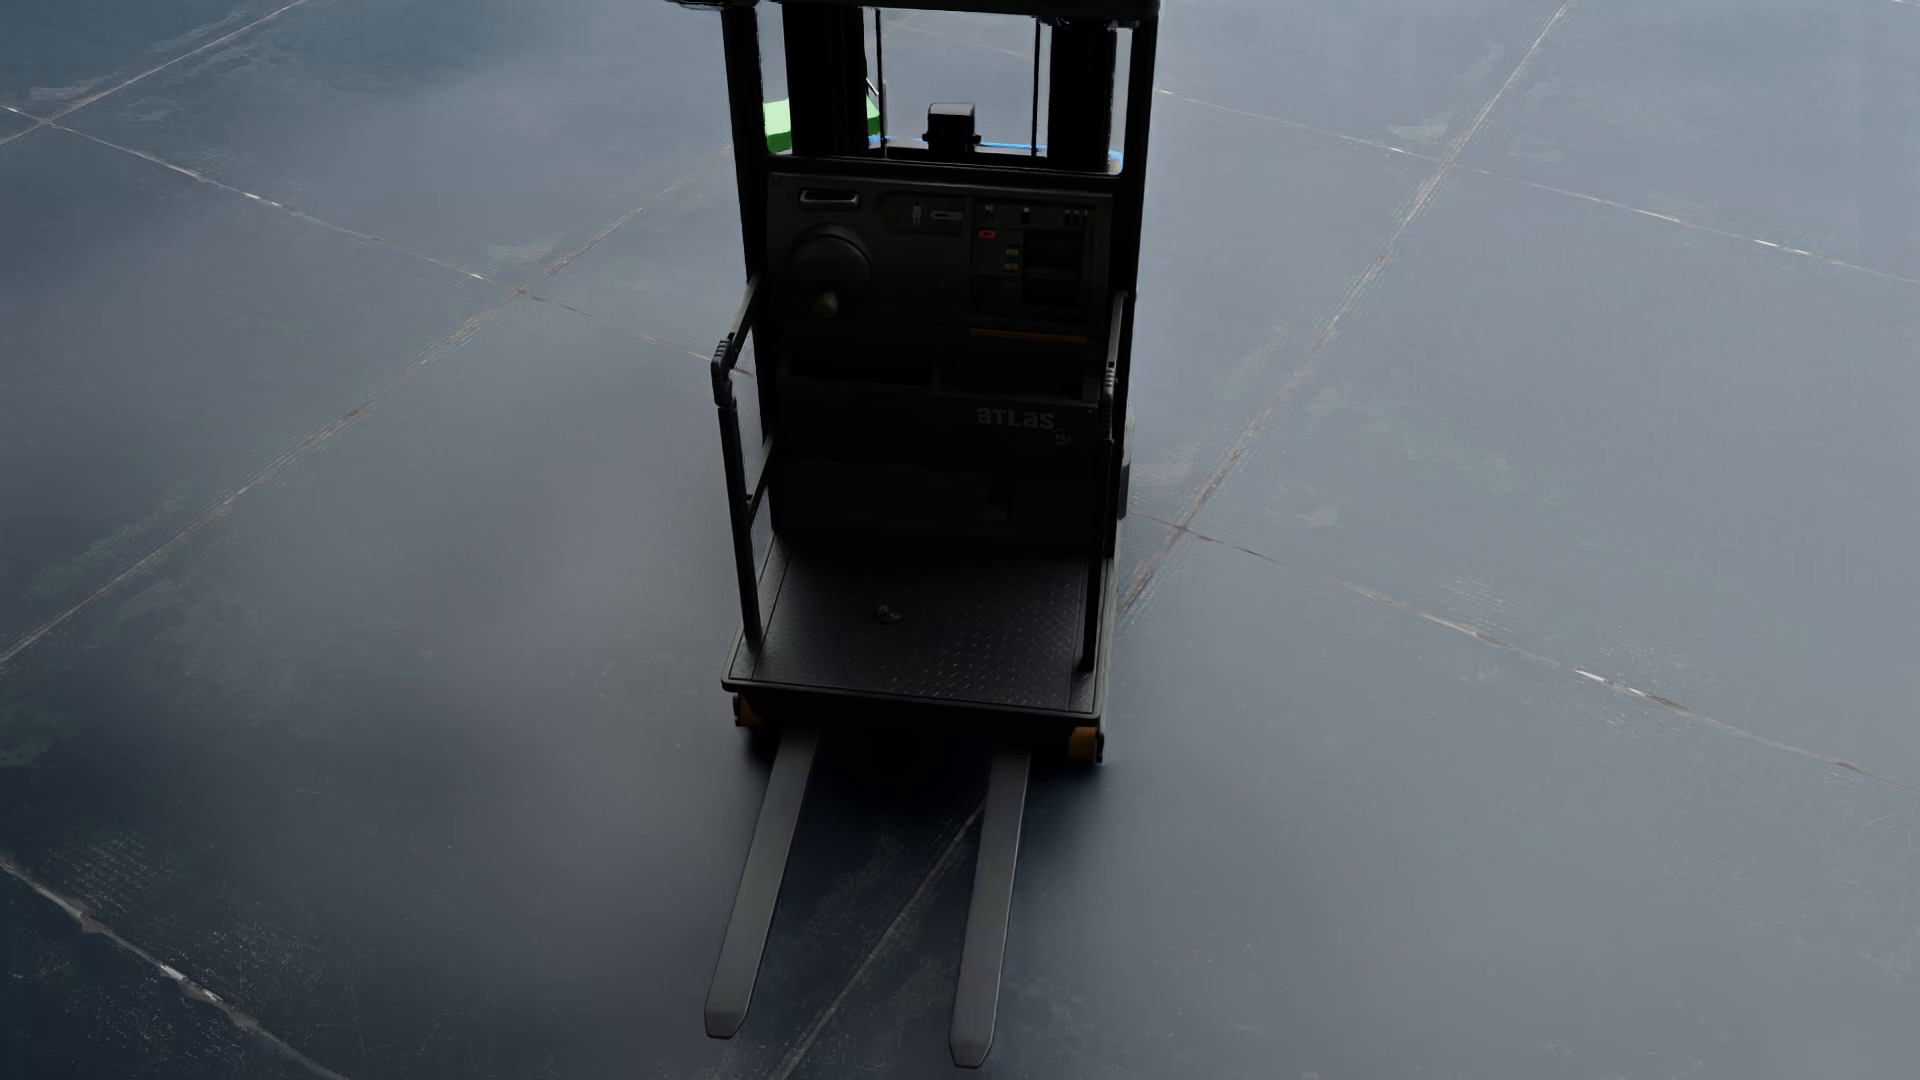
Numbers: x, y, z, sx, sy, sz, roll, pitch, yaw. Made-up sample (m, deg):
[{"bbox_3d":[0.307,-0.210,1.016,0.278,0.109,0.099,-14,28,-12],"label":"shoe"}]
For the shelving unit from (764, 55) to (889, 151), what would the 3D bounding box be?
[{"bbox_3d":[-0.523,-1.128,6.117,0.503,1.200,0.258,-14,41,-15],"label":"shelving unit"}]

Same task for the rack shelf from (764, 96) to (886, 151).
[{"bbox_3d":[-0.528,-1.448,5.851,0.480,0.148,0.258,-14,41,-15],"label":"rack shelf"}]

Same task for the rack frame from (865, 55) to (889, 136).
[{"bbox_3d":[-0.294,-1.183,6.179,0.015,1.200,0.240,-14,41,-15],"label":"rack frame"}]

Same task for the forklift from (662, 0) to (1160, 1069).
[{"bbox_3d":[-0.086,-0.690,4.315,1.130,2.935,3.031,5,42,6],"label":"forklift"}]
